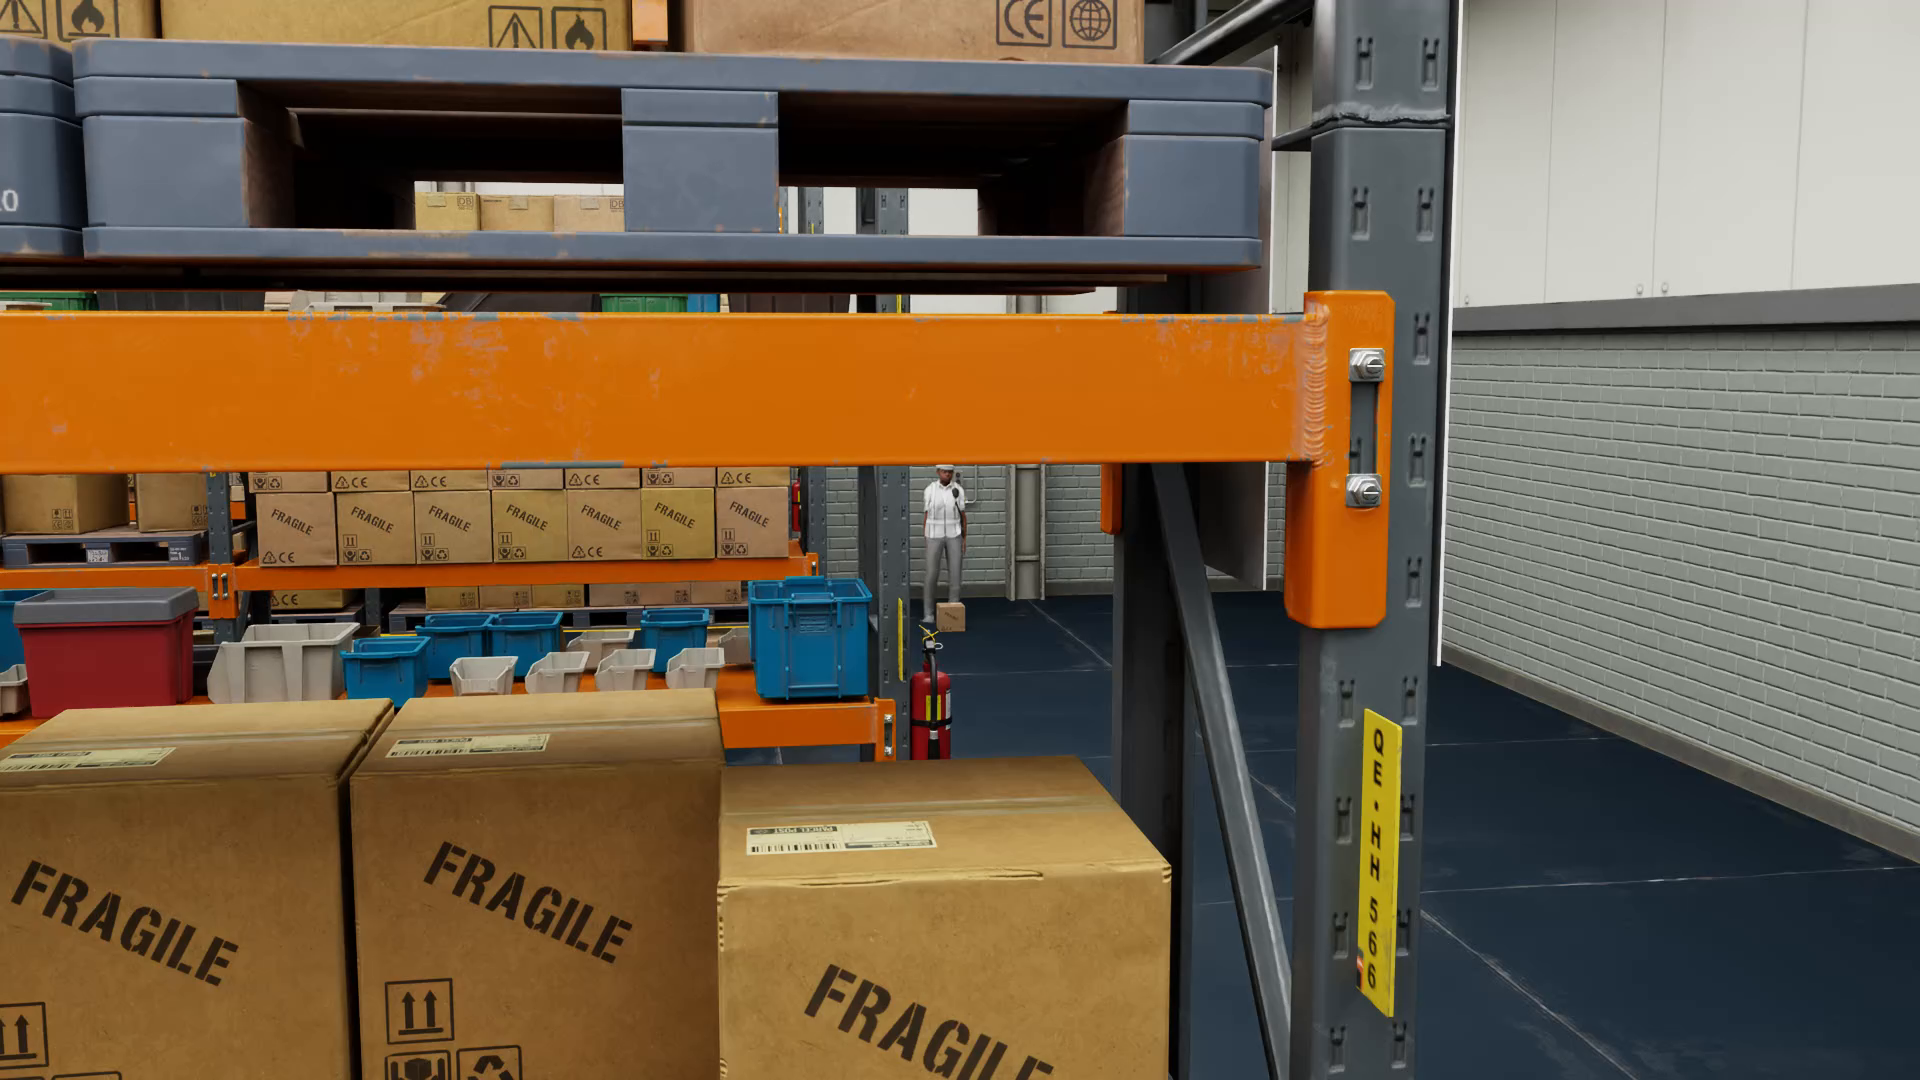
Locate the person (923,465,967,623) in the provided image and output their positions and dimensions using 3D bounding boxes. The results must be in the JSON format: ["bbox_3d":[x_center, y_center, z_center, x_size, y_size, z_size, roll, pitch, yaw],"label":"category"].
[{"bbox_3d":[-4.467,0.581,11.245,10.475,1.882,10.277,-1,7,-8],"label":"person"}]
